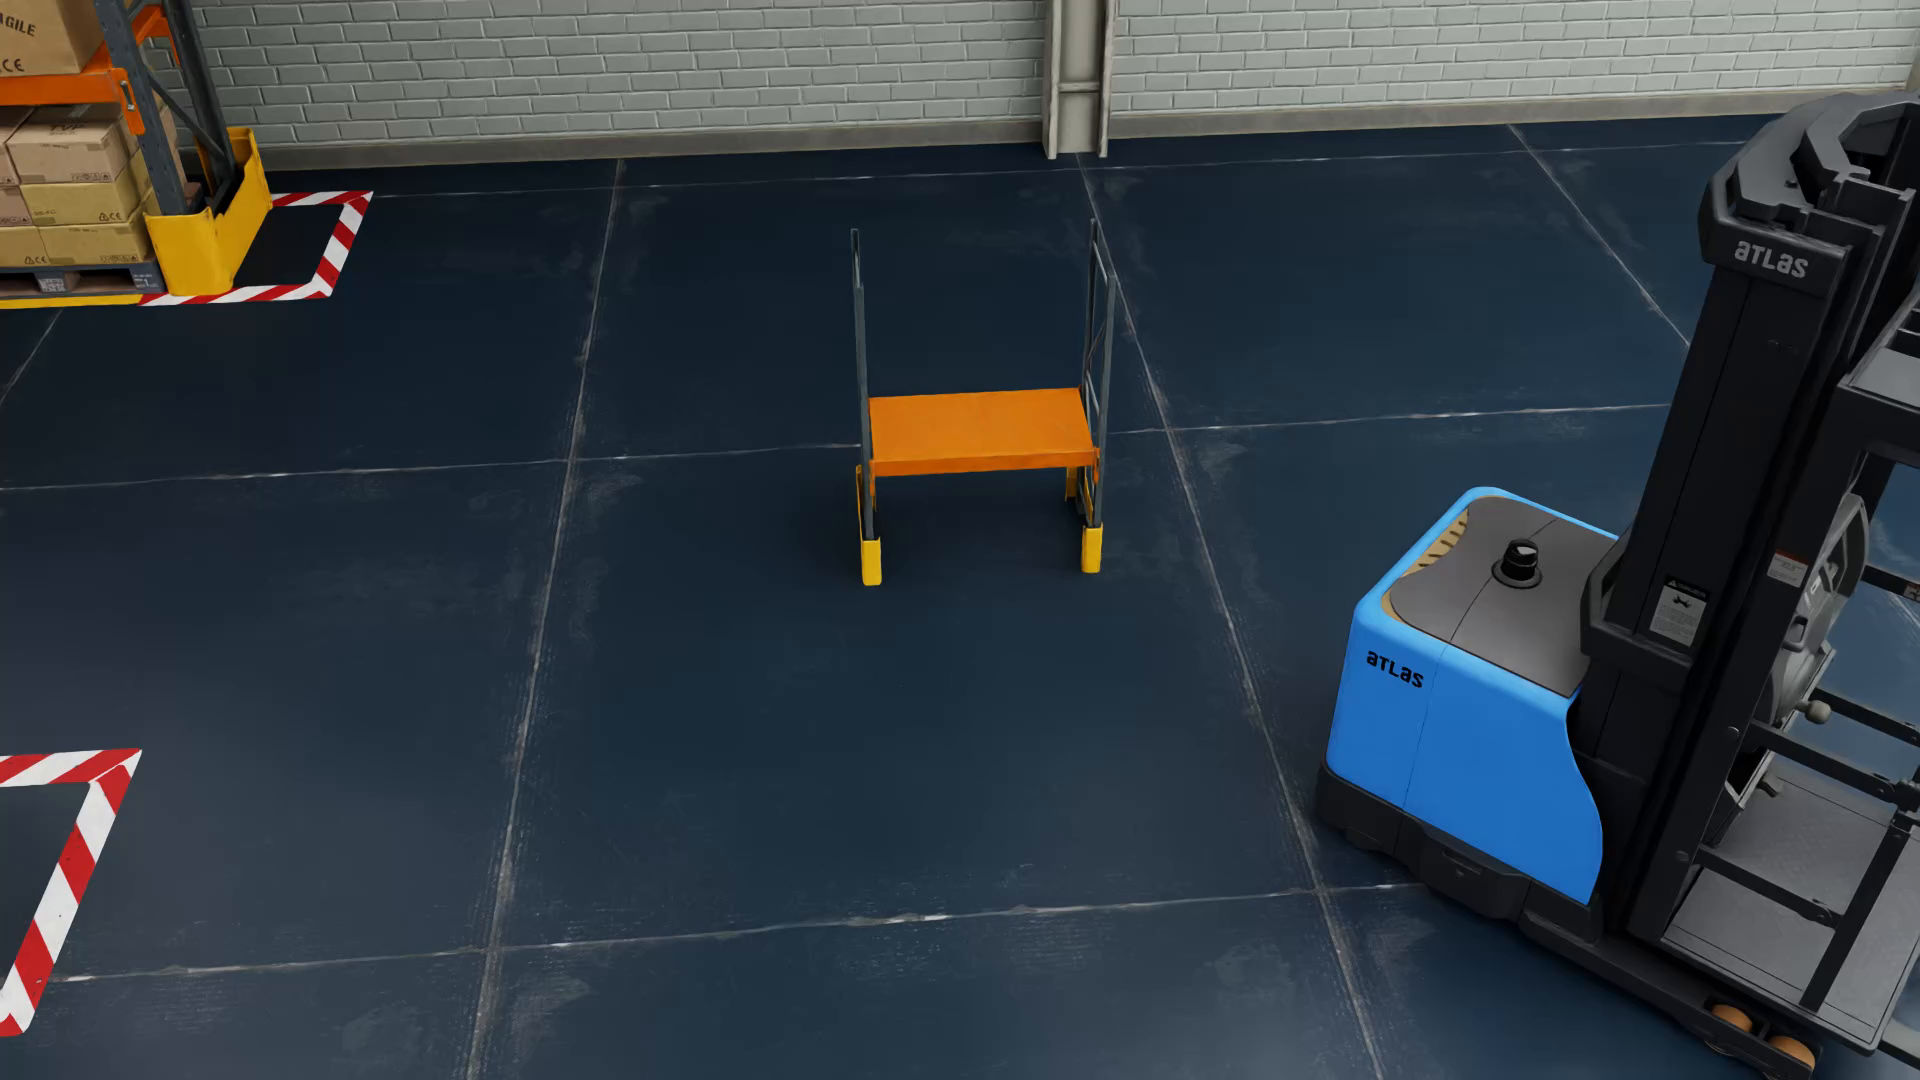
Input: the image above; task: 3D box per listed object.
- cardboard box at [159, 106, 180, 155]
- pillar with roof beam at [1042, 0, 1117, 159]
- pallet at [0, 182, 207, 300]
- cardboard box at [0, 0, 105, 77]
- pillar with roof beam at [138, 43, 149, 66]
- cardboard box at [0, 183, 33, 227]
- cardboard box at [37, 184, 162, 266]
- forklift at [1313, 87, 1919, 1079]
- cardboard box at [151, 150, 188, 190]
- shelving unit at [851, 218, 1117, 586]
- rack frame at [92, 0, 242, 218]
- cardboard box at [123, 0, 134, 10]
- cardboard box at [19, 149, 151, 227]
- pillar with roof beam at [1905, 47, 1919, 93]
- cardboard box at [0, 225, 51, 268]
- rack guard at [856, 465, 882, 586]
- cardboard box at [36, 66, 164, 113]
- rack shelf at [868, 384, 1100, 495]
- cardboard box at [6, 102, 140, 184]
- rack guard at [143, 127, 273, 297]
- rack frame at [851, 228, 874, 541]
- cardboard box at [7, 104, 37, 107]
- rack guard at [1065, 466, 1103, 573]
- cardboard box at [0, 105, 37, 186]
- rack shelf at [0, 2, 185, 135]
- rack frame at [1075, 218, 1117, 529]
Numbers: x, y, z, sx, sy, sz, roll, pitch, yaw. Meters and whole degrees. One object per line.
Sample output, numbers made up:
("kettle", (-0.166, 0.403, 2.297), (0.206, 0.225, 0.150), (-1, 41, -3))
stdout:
("cardboard box", (-4.931, -2.320, 9.746), (0.500, 0.250, 0.500), (-2, 38, -3))
("pillar with roof beam", (1.140, -3.482, 4.898), (0.400, 9.000, 9.100), (-3, 38, -4))
("pallet", (-5.203, -1.773, 9.827), (1.213, 0.211, 1.003), (-3, 38, -4))
("cardboard box", (-4.912, -2.786, 8.779), (0.500, 0.500, 0.500), (-4, 38, -5))
("pillar with roof beam", (-4.837, -3.153, 4.481), (0.400, 9.000, 9.100), (-3, 38, -4))
("cardboard box", (-5.402, -1.977, 9.311), (0.500, 0.250, 0.500), (-3, 38, -4))
("cardboard box", (-4.885, -1.801, 9.491), (0.500, 0.250, 0.500), (-3, 38, -4))
("forklift", (2.810, 0.273, 5.038), (3.031, 2.935, 1.130), (27, 46, 30))
("cardboard box", (-4.951, -2.115, 9.890), (0.500, 0.250, 0.500), (-3, 38, -4))
("shelving unit", (0.076, -0.593, 7.291), (1.083, 1.500, 0.587), (-3, 38, -4))
("rack frame", (-4.445, -2.936, 9.049), (0.127, 3.000, 1.000), (-3, 38, -4))
("cardboard box", (-4.963, -3.119, 9.201), (0.500, 0.500, 0.500), (-2, 38, -3))
("cardboard box", (-4.902, -1.998, 9.338), (0.500, 0.250, 0.500), (-4, 38, -5))
("pillar with roof beam", (7.116, -3.811, 5.315), (0.400, 9.000, 9.100), (-3, 38, -4))
("cardboard box", (-5.381, -1.779, 9.464), (0.500, 0.250, 0.500), (-3, 38, -4))
("rack guard", (-0.420, -0.075, 7.643), (0.087, 0.250, 0.587), (-3, 38, -4))
("cardboard box", (-4.940, -2.504, 9.576), (0.500, 0.250, 0.500), (-4, 38, -5))
("rack shelf", (0.085, -0.452, 7.403), (1.000, 0.185, 0.538), (-3, 38, -4))
("cardboard box", (-4.876, -2.196, 9.185), (0.500, 0.250, 0.500), (-2, 38, -2))
("rack guard", (-4.421, -1.956, 9.825), (0.348, 0.500, 1.175), (-3, 38, -4))
("rack frame", (-0.421, -0.566, 7.256), (0.032, 1.500, 0.500), (-3, 38, -4))
("cardboard box", (-5.438, -2.475, 9.538), (0.500, 0.250, 0.500), (-3, 38, -4))
("rack guard", (0.572, -0.130, 7.712), (0.087, 0.250, 0.587), (-3, 38, -4))
("cardboard box", (-5.384, -2.164, 9.145), (0.500, 0.250, 0.500), (-2, 38, -3))
("rack shelf", (-6.437, -2.544, 9.133), (4.000, 0.370, 1.077), (-3, 38, -4))
("rack frame", (0.591, -0.621, 7.327), (0.032, 1.500, 0.500), (-3, 38, -4))
